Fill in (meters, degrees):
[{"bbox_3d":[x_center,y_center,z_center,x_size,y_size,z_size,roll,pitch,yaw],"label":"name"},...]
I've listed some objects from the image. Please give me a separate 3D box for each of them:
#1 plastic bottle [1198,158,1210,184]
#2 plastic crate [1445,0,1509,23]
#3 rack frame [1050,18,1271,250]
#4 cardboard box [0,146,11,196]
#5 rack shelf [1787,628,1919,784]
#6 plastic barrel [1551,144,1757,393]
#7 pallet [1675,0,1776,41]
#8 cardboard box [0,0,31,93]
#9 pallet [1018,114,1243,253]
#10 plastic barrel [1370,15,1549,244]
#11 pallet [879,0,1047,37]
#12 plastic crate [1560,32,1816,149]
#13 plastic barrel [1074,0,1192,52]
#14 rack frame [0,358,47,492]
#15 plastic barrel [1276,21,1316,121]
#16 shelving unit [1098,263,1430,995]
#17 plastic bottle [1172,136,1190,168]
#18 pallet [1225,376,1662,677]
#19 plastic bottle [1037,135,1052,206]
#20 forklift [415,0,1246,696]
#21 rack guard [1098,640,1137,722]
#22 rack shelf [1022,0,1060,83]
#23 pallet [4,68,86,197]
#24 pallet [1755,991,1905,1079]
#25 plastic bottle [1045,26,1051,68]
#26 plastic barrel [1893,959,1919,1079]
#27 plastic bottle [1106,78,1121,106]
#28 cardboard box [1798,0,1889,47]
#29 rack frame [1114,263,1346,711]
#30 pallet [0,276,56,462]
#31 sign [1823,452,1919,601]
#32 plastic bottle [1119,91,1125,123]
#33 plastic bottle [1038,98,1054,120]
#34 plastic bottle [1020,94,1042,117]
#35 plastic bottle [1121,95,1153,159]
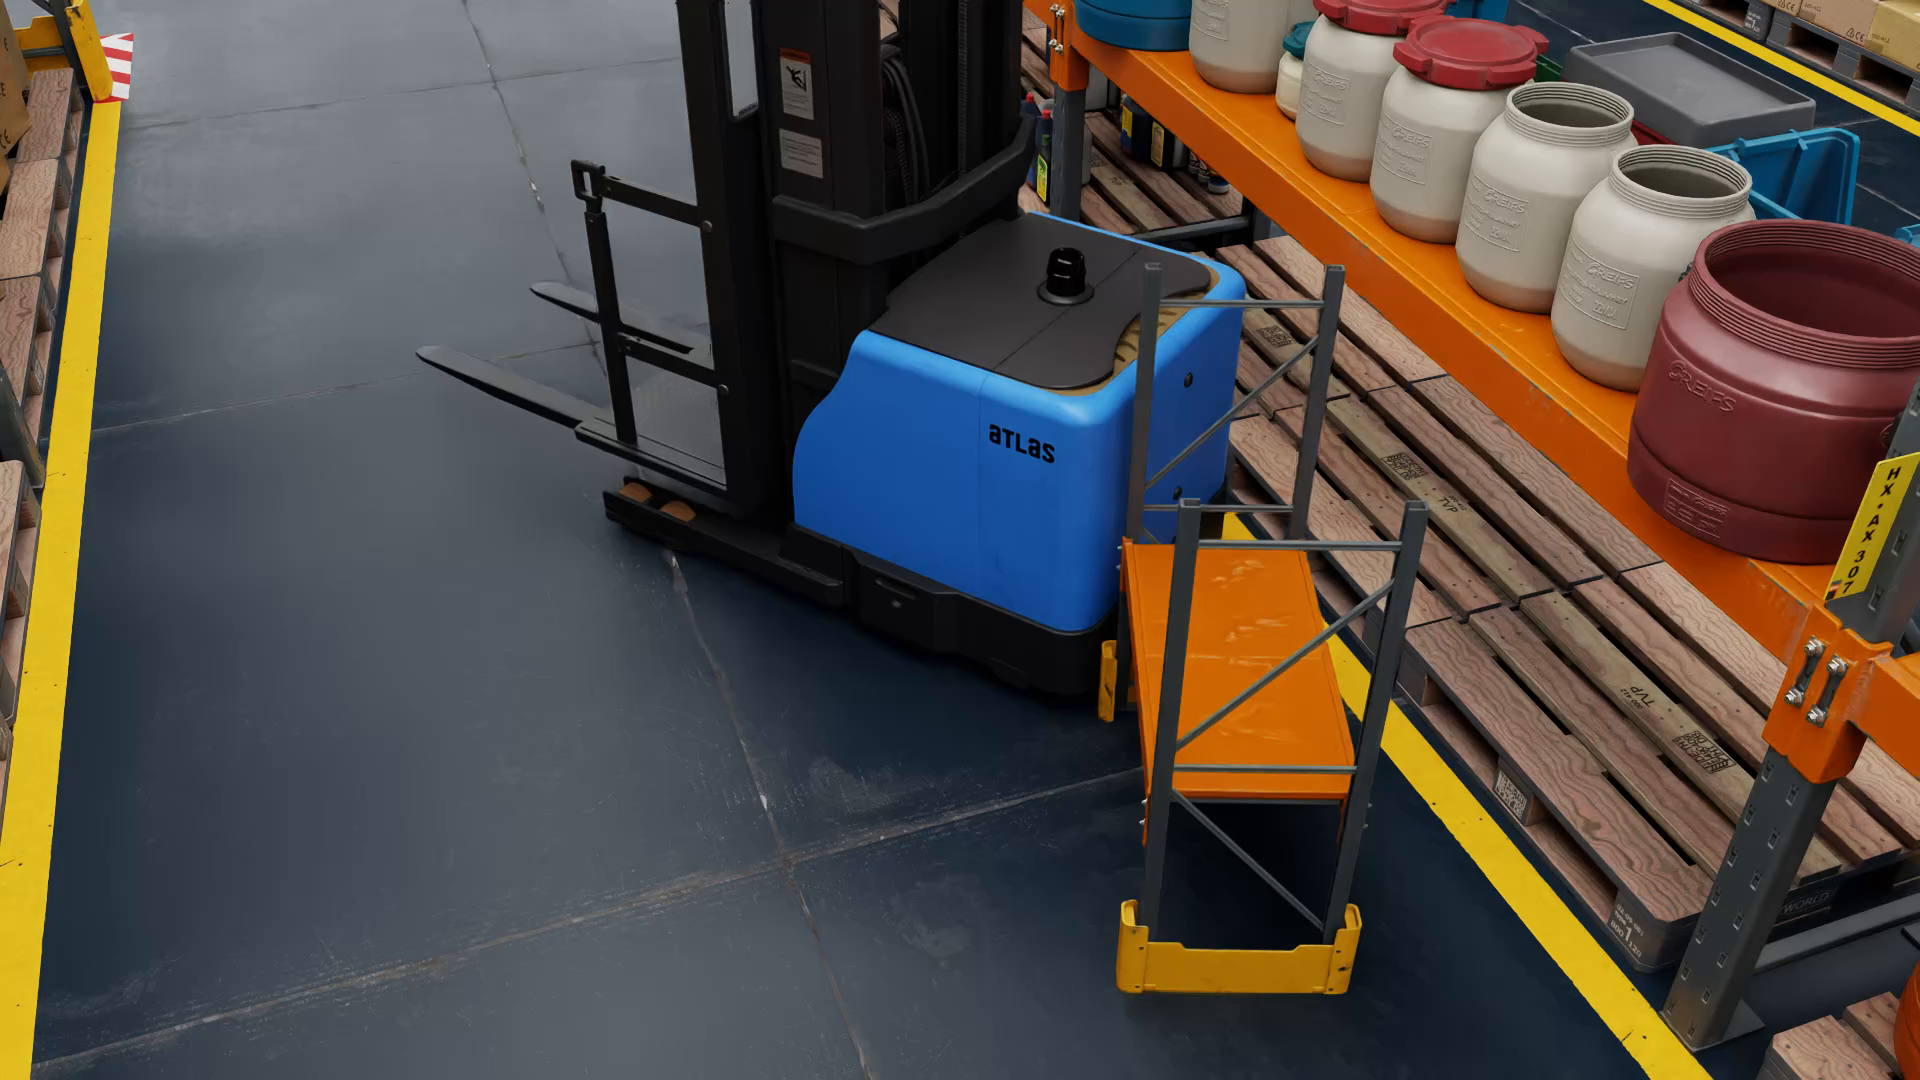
[{"bbox_3d":[1.130,-1.720,7.500,0.097,0.201,0.097,0,37,0],"label":"plastic bottle"},{"bbox_3d":[1.535,-1.769,5.618,0.392,0.384,0.575,-12,39,-16],"label":"plastic crate"},{"bbox_3d":[0.863,-2.334,6.355,1.000,3.000,0.127,-12,39,-16],"label":"rack frame"},{"bbox_3d":[-4.529,-1.693,7.233,0.500,0.500,0.500,-9,38,-12],"label":"cardboard box"},{"bbox_3d":[2.928,1.343,2.072,1.077,0.370,4.000,-12,39,-16],"label":"rack shelf"},{"bbox_3d":[1.685,-0.656,4.034,0.421,0.512,0.421,0,37,0],"label":"plastic barrel"},{"bbox_3d":[4.857,-3.392,10.077,1.003,0.211,1.213,-12,39,-16],"label":"pallet"},{"bbox_3d":[-4.965,-2.381,8.146,0.500,0.500,0.500,-6,37,-7],"label":"cardboard box"},{"bbox_3d":[0.671,-1.608,7.709,1.003,0.211,1.213,-12,39,-16],"label":"pallet"},{"bbox_3d":[1.388,-1.143,4.662,0.433,0.535,0.433,0,37,0],"label":"plastic barrel"},{"bbox_3d":[-0.169,-2.986,9.539,1.003,0.211,1.213,-12,39,-16],"label":"pallet"},{"bbox_3d":[1.971,-1.076,4.632,0.402,0.464,0.583,-12,39,-16],"label":"plastic crate"},{"bbox_3d":[0.711,-2.253,5.831,0.600,0.901,0.708,-12,39,-16],"label":"plastic barrel"},{"bbox_3d":[-3.787,-1.308,4.994,1.000,3.000,0.127,-12,39,-16],"label":"rack frame"},{"bbox_3d":[1.174,-1.499,5.362,0.301,0.262,0.301,0,37,0],"label":"plastic barrel"},{"bbox_3d":[0.704,0.226,4.203,0.587,1.500,1.083,1,37,1],"label":"shelving unit"},{"bbox_3d":[1.028,-1.869,7.637,0.152,0.276,0.135,-11,38,-14],"label":"plastic bottle"},{"bbox_3d":[1.593,-0.094,5.699,1.003,0.211,1.213,-12,39,-16],"label":"pallet"},{"bbox_3d":[0.388,-1.628,7.310,0.061,0.283,0.133,-11,38,-14],"label":"plastic bottle"},{"bbox_3d":[-0.627,-1.380,5.147,3.031,2.935,1.130,21,42,26],"label":"forklift"},{"bbox_3d":[0.713,0.426,4.977,0.587,0.250,0.087,1,37,1],"label":"rack guard"},{"bbox_3d":[0.175,-3.176,8.071,1.077,0.370,4.000,-12,39,-16],"label":"rack shelf"},{"bbox_3d":[-4.891,-1.945,8.157,1.003,0.211,1.213,-12,39,-16],"label":"pallet"},{"bbox_3d":[2.550,1.477,3.614,1.003,0.211,1.213,-12,39,-16],"label":"pallet"},{"bbox_3d":[0.491,-2.567,8.557,0.061,0.283,0.133,-12,39,-16],"label":"plastic bottle"},{"bbox_3d":[2.424,0.898,3.520,0.600,0.830,0.708,-12,39,-16],"label":"plastic barrel"},{"bbox_3d":[0.764,-2.340,8.200,0.144,0.351,0.185,-13,39,-16],"label":"plastic bottle"},{"bbox_3d":[4.988,-2.928,9.080,0.500,0.250,0.500,-12,39,-16],"label":"cardboard box"},{"bbox_3d":[0.714,-0.085,4.616,0.500,1.500,0.032,1,37,1],"label":"rack frame"},{"bbox_3d":[-4.052,-0.566,6.327,1.003,0.211,1.213,-12,39,-16],"label":"pallet"},{"bbox_3d":[1.725,-0.021,3.150,0.100,0.325,0.005,-12,39,-16],"label":"sign"},{"bbox_3d":[0.824,-2.144,8.005,0.097,0.271,0.097,0,37,0],"label":"plastic bottle"},{"bbox_3d":[0.435,-1.879,7.649,0.152,0.276,0.135,-12,39,-16],"label":"plastic bottle"},{"bbox_3d":[0.305,-1.864,7.567,0.144,0.351,0.185,-14,39,-18],"label":"plastic bottle"},{"bbox_3d":[0.839,-1.963,7.700,0.144,0.351,0.185,-12,39,-16],"label":"plastic bottle"}]
